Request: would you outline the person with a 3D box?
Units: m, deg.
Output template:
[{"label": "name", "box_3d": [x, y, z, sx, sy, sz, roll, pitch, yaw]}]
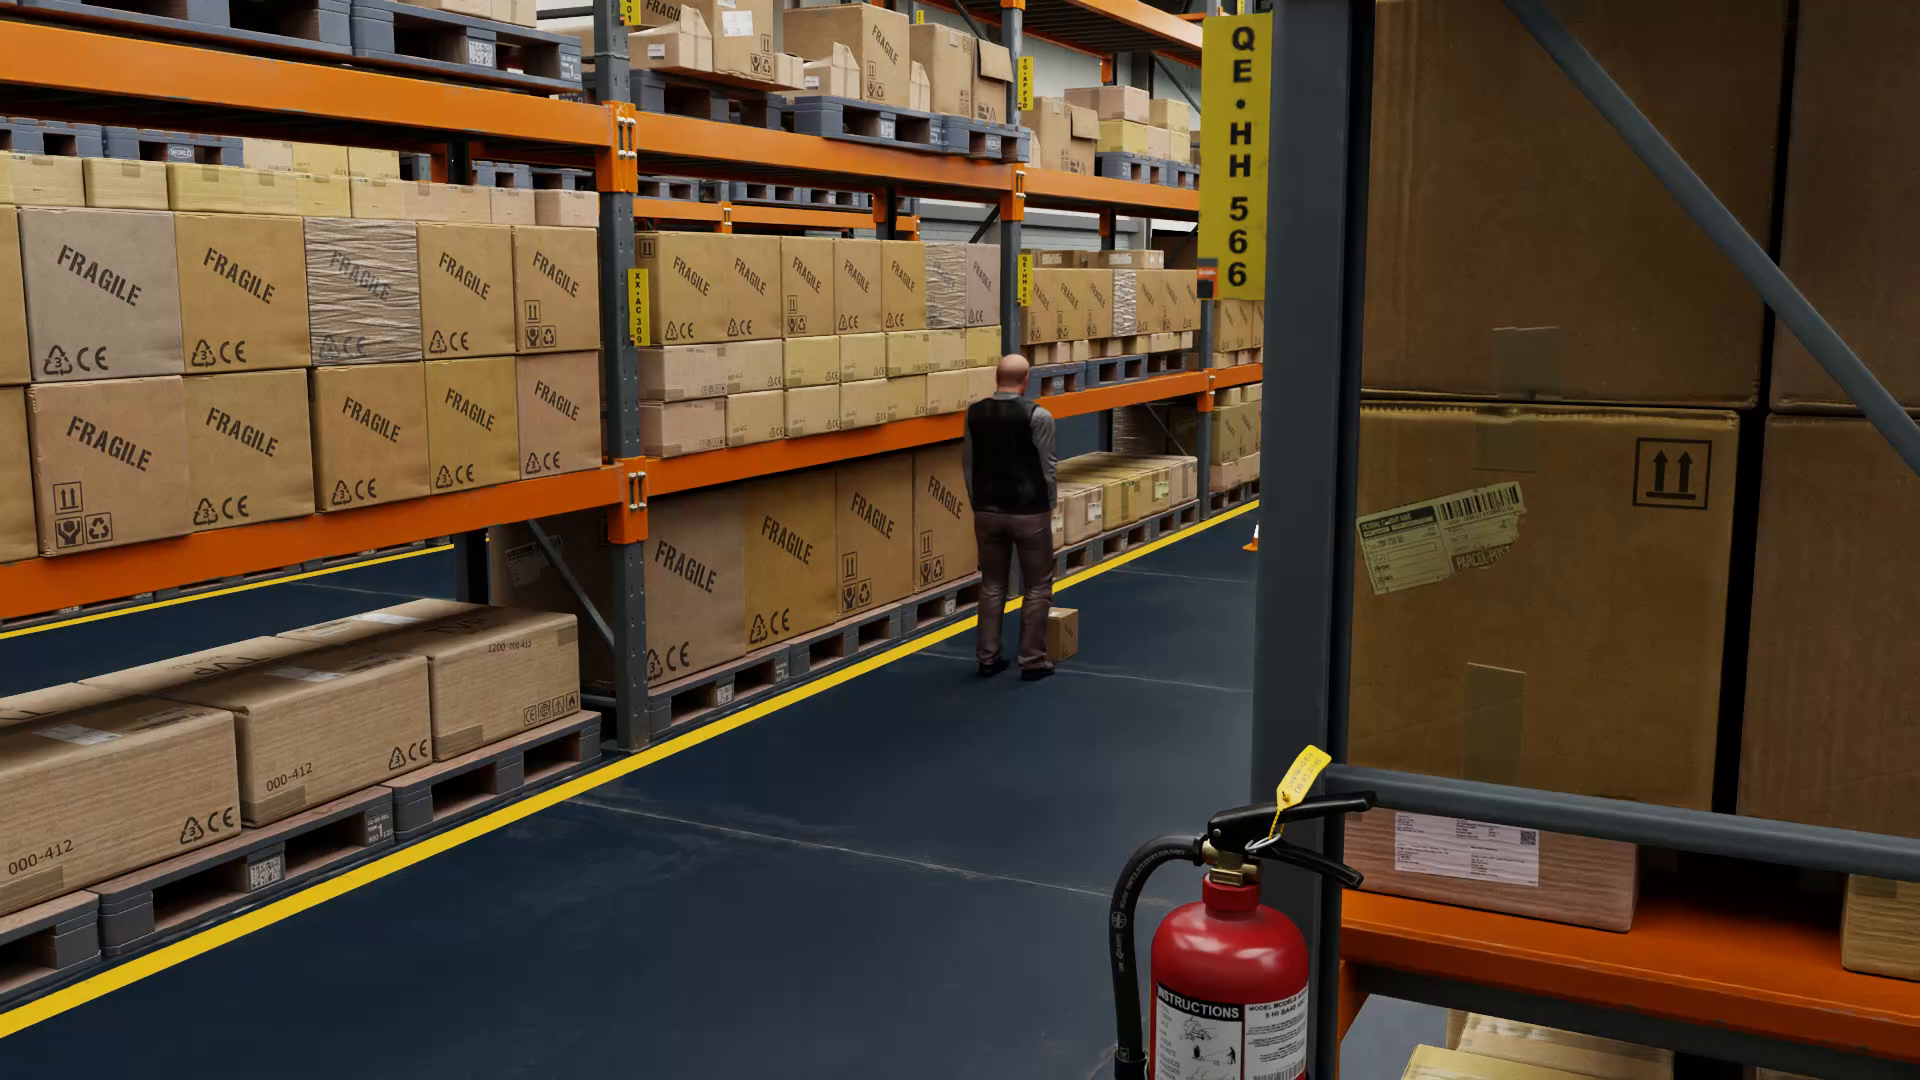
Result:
[{"label": "person", "box_3d": [0.262, -0.121, 8.794, 0.540, 1.708, 0.366, 5, 10, 27]}]
